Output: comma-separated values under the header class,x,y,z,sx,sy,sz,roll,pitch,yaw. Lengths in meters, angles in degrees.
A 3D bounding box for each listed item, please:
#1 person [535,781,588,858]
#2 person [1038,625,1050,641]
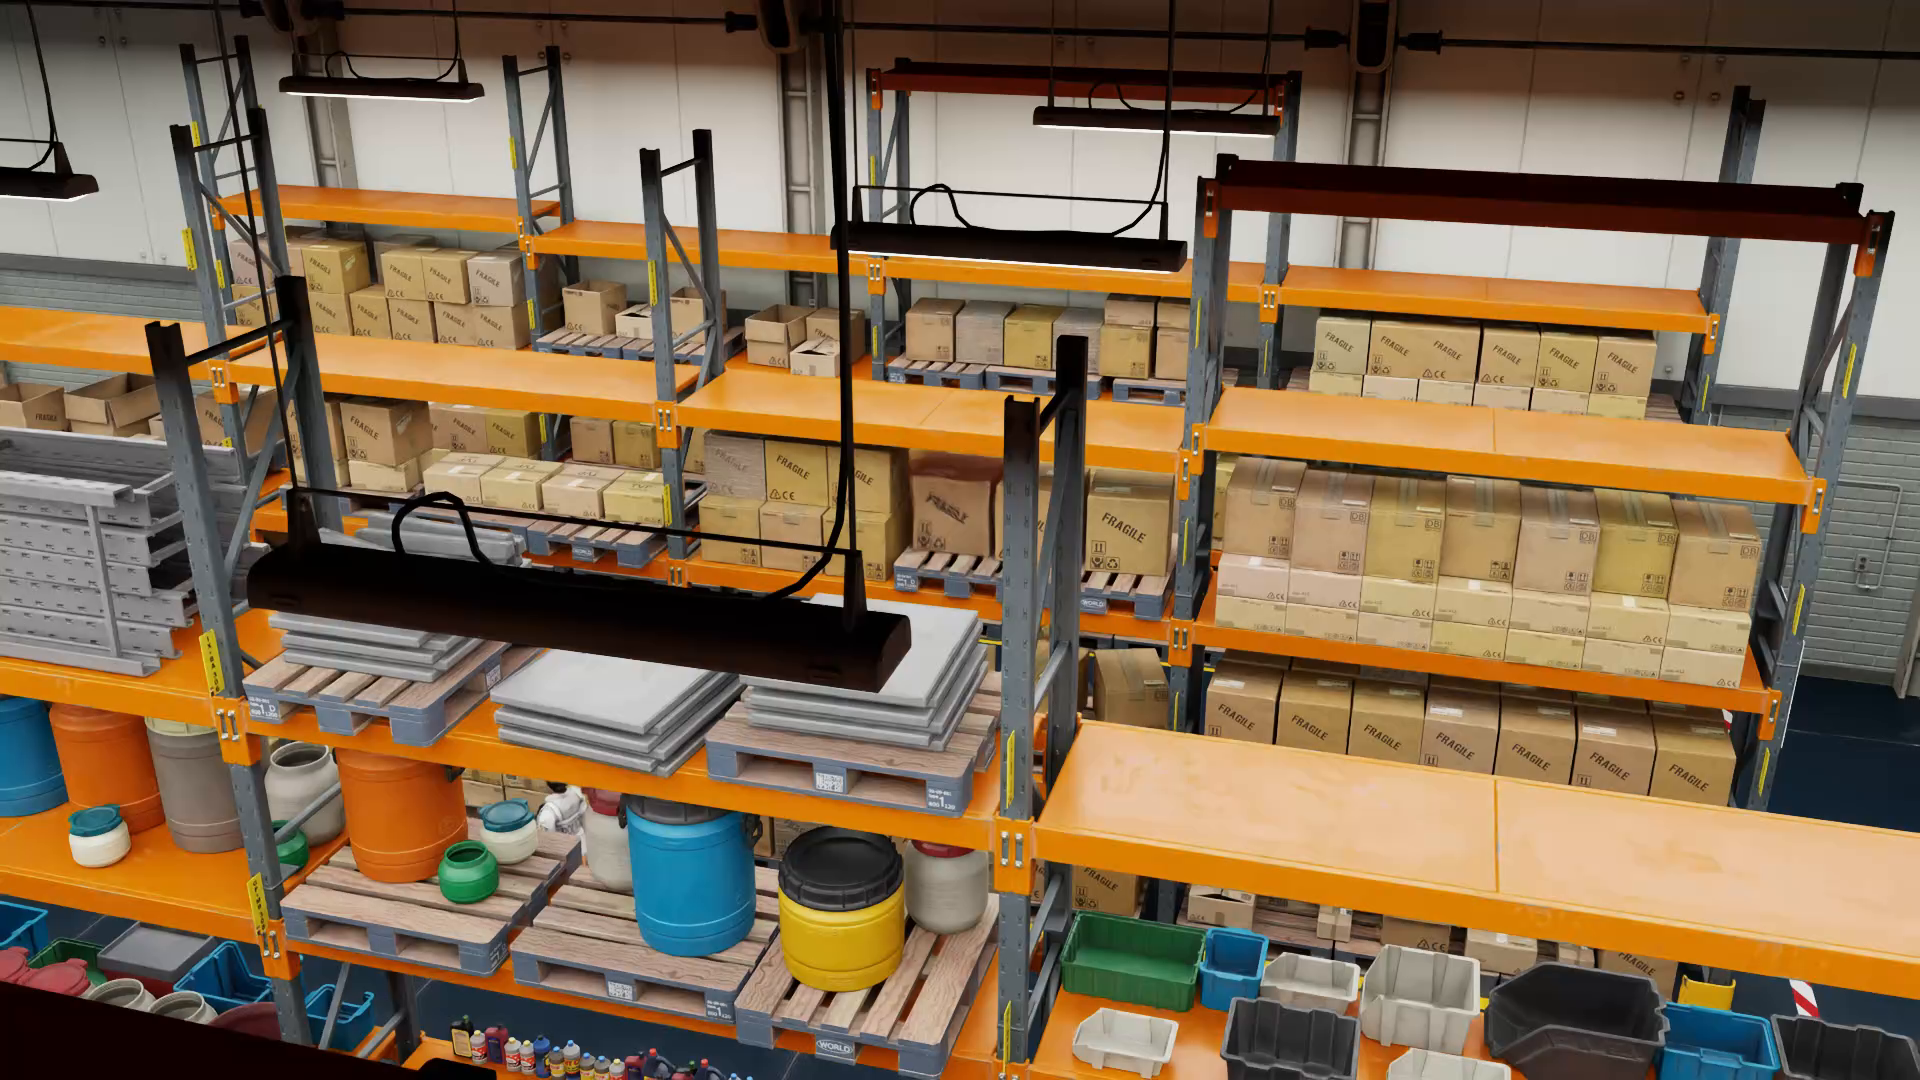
class,x,y,z,sx,sy,sz,roll,pitch,yaw
person,-3.081,2.429,12.756,0.838,1.669,0.518,8,24,18
person,0.763,1.104,15.989,1.085,1.610,0.486,4,23,10
